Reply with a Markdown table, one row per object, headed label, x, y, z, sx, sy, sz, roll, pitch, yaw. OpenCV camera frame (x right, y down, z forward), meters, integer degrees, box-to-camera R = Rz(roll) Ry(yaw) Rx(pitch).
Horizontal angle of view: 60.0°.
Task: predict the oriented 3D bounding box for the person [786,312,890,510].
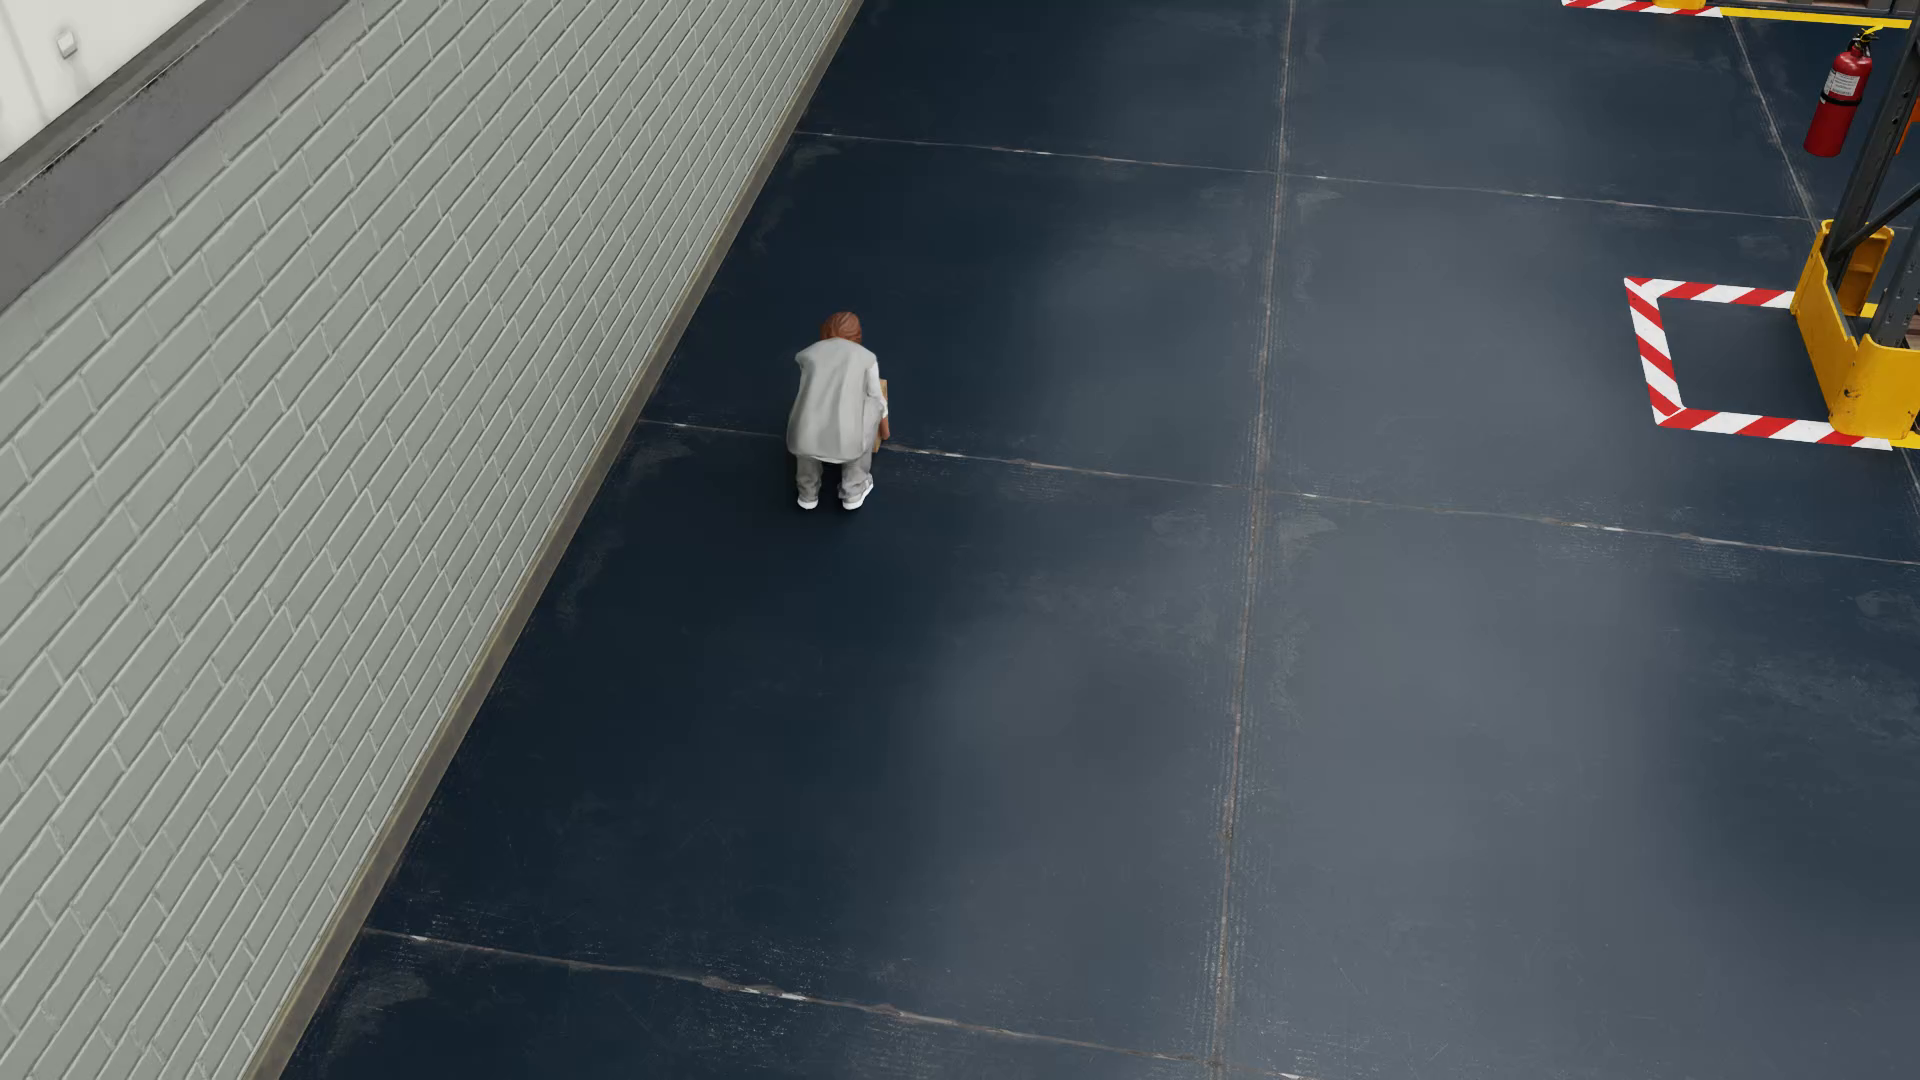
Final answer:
| label | x | y | z | sx | sy | sz | roll | pitch | yaw |
| --- | --- | --- | --- | --- | --- | --- | --- | --- | --- |
| person | -0.554 | -0.542 | 7.496 | 0.418 | 0.703 | 0.859 | 6 | 41 | 7 |
